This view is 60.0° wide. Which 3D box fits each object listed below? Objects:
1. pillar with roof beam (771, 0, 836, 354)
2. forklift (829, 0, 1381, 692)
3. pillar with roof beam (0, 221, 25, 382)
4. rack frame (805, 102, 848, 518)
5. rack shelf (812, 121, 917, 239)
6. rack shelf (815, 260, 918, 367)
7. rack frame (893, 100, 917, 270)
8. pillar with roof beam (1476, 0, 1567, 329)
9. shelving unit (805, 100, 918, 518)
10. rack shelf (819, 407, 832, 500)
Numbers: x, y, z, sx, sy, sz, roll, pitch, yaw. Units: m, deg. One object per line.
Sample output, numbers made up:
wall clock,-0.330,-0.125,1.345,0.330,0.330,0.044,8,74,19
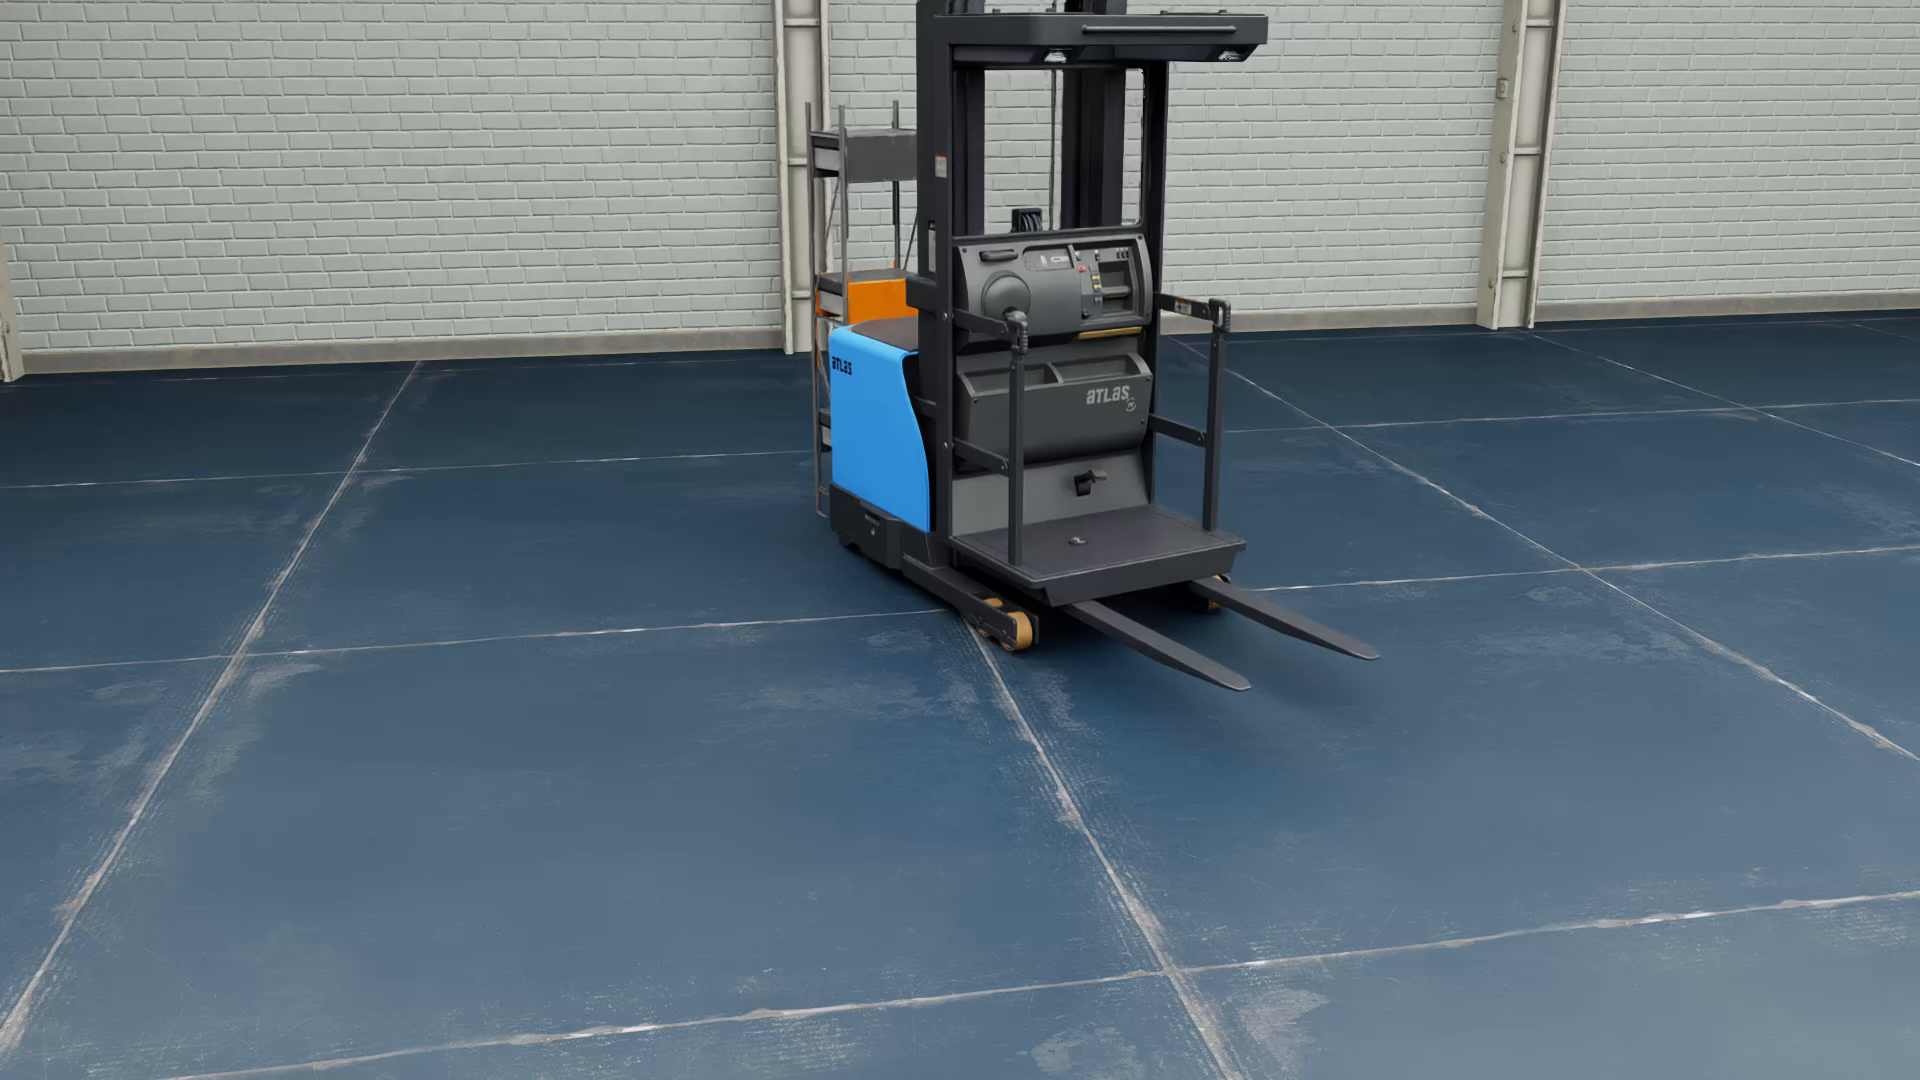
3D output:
pillar with roof beam,-0.386,-4.576,7.882,0.400,9.000,9.100,-3,17,-10
forklift,0.521,-1.095,6.886,1.130,2.935,3.031,-9,19,-28
pillar with roof beam,-6.277,-4.241,6.794,0.400,9.000,9.100,-3,17,-10
rack frame,-0.651,-1.093,8.295,0.015,2.100,0.400,-10,20,-29
rack shelf,-0.441,-1.786,8.212,0.480,0.518,0.431,-10,20,-29
rack shelf,-0.441,-1.117,8.418,0.480,0.518,0.431,-10,20,-29
rack frame,-0.231,-1.166,8.532,0.015,2.100,0.400,-10,20,-29
pillar with roof beam,5.505,-4.910,8.970,0.400,9.000,9.100,-3,17,-10
shelving unit,-0.441,-1.130,8.414,0.503,2.100,0.431,-10,20,-29
rack shelf,-0.441,-0.448,8.623,0.480,0.518,0.431,-10,20,-29
